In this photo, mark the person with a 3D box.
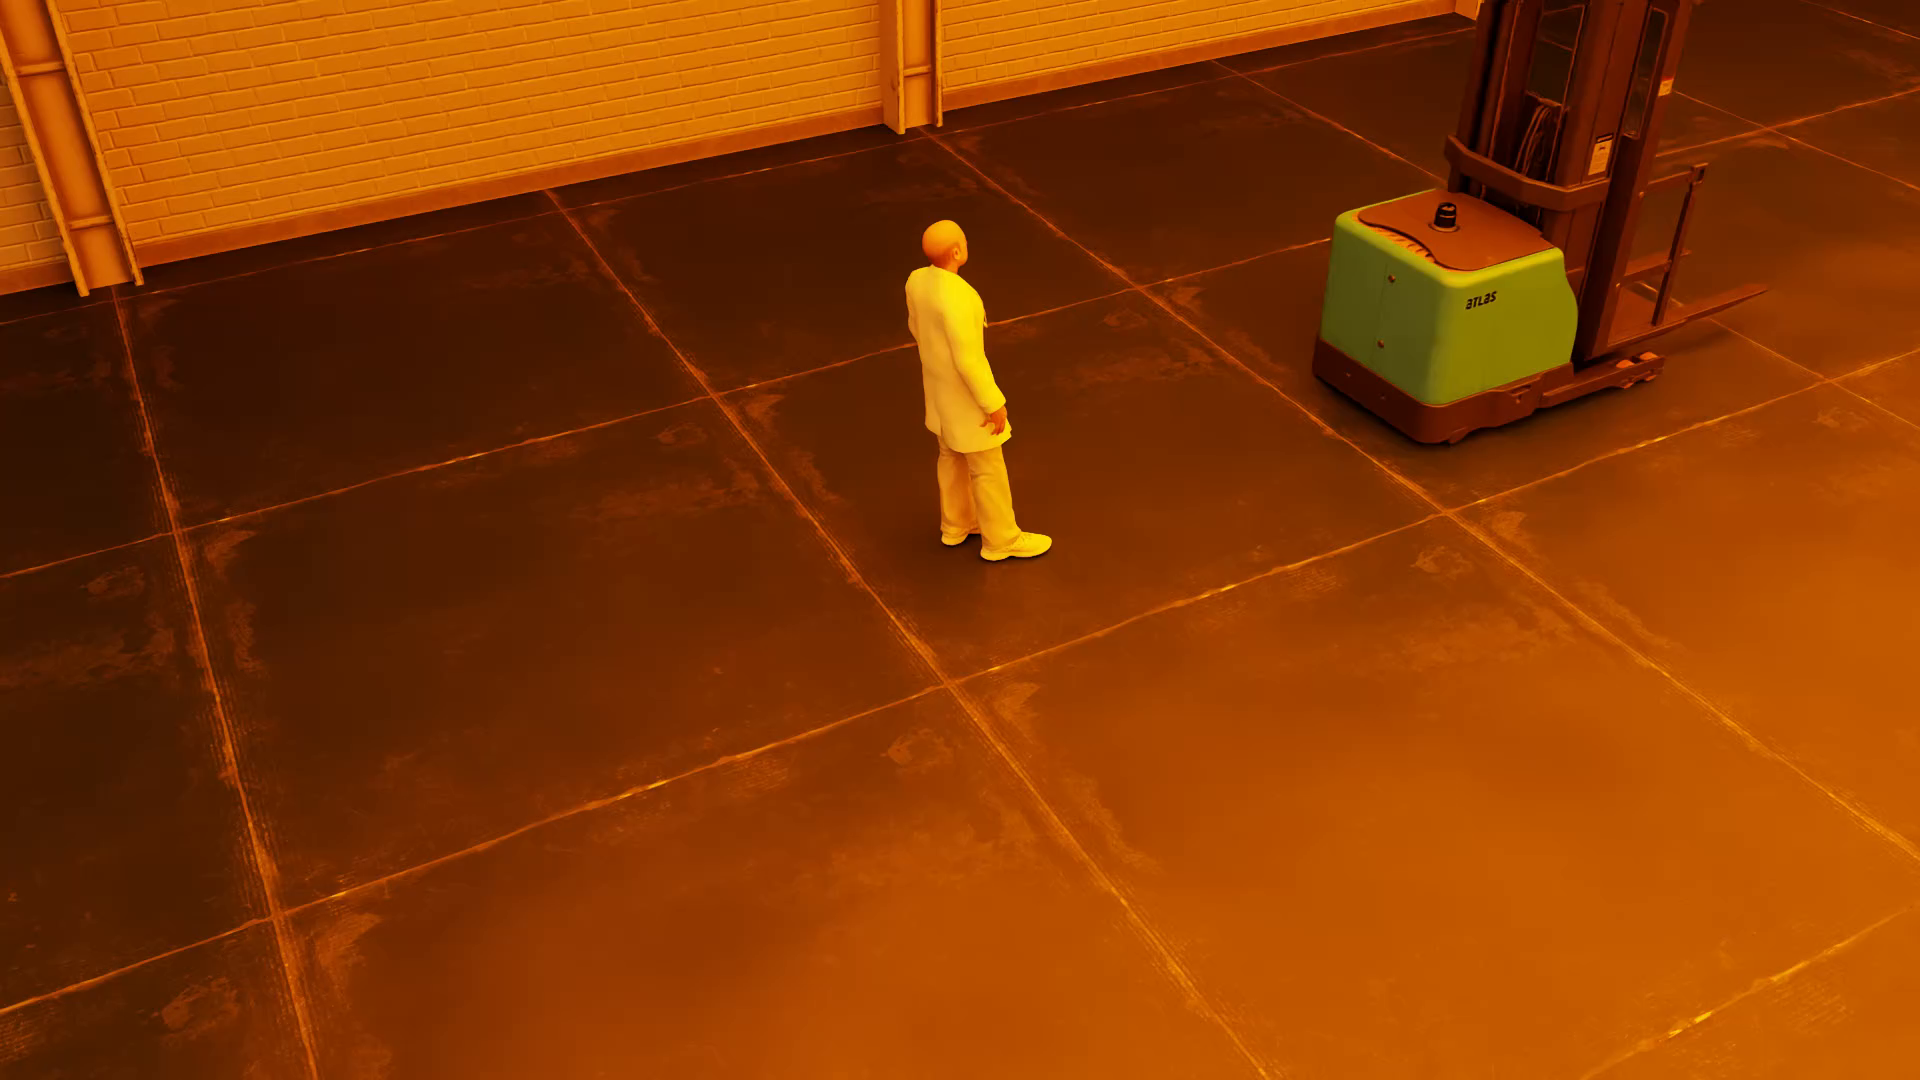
[{"bbox_3d":[0.082,-0.754,8.176,0.581,1.775,0.696,-17,39,-23],"label":"person"}]

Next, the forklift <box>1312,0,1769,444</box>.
[{"bbox_3d":[3.648,-2.350,9.447,3.031,2.935,1.130,-18,39,-24],"label":"forklift"}]
